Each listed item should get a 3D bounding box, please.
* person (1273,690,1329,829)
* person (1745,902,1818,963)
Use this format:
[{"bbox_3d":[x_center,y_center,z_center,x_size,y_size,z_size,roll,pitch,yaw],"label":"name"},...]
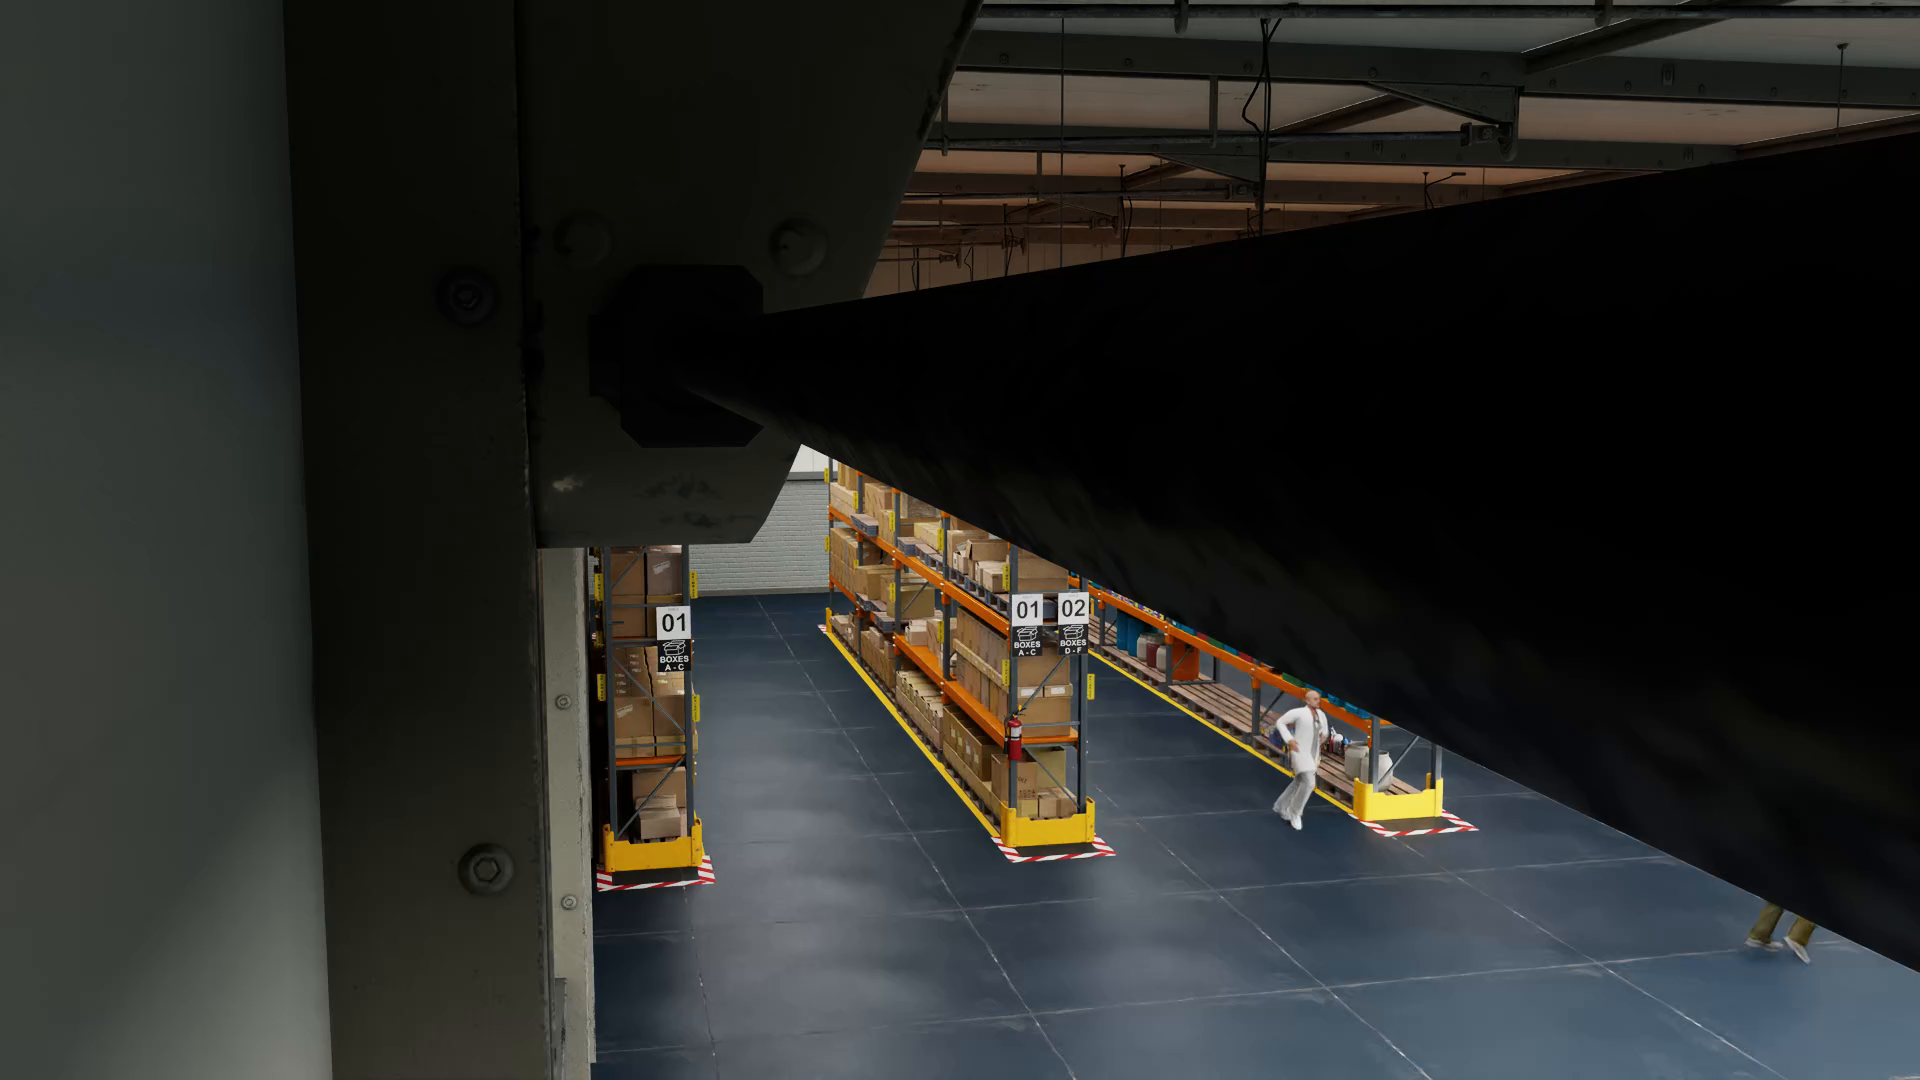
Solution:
[{"bbox_3d":[4.537,2.875,21.986,0.679,1.816,0.727,-5,9,-38],"label":"person"},{"bbox_3d":[8.548,3.435,17.088,0.801,1.825,0.672,0,7,4],"label":"person"}]
